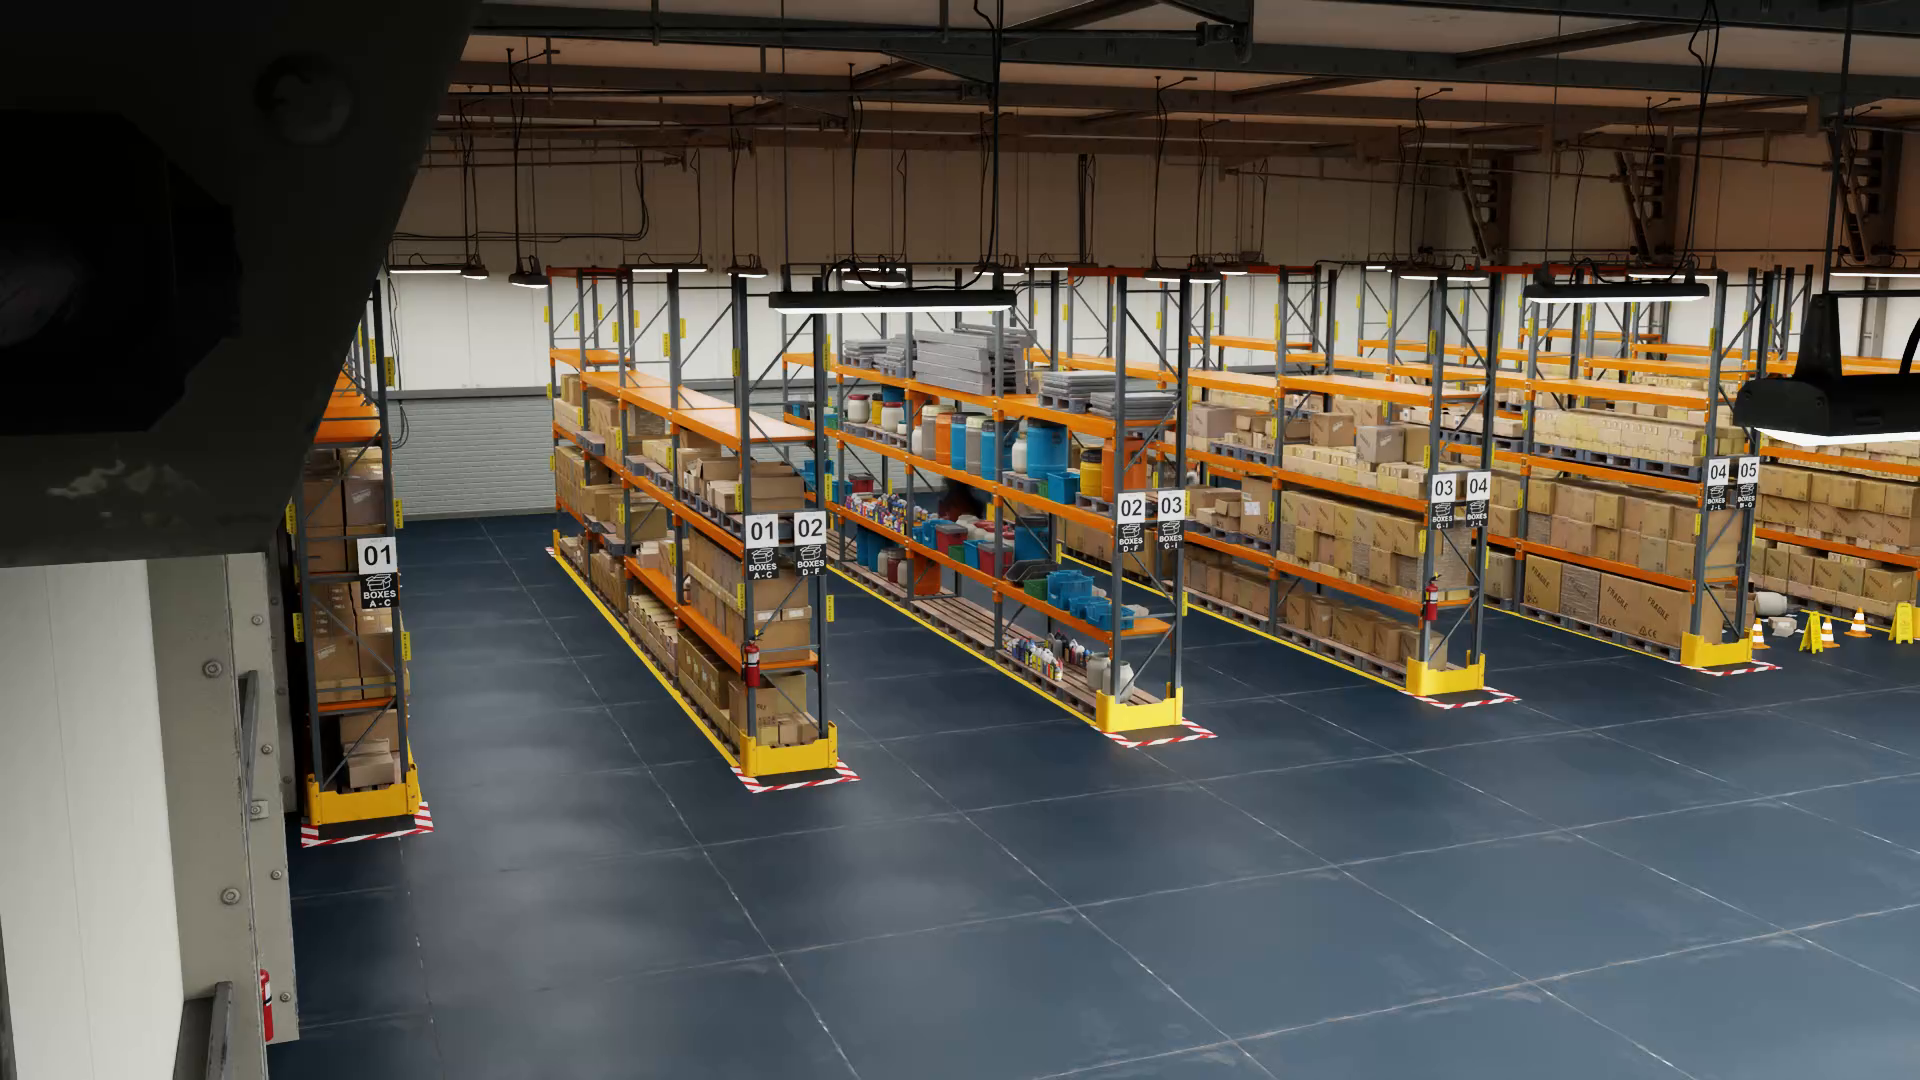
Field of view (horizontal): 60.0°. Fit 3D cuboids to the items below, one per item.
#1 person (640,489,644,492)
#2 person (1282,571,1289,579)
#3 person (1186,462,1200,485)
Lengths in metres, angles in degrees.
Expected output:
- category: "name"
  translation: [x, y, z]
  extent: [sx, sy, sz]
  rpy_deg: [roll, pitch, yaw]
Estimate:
- category: "person"
  translation: [-6.781, -0.692, 35.970]
  extent: [0.548, 1.703, 0.670]
  rpy_deg: [-8, 13, -38]
- category: "person"
  translation: [6.241, 0.138, 31.890]
  extent: [0.539, 1.410, 0.943]
  rpy_deg: [-1, 10, -7]
- category: "person"
  translation: [5.332, -0.982, 37.712]
  extent: [0.544, 1.593, 0.687]
  rpy_deg: [-7, 12, -35]
